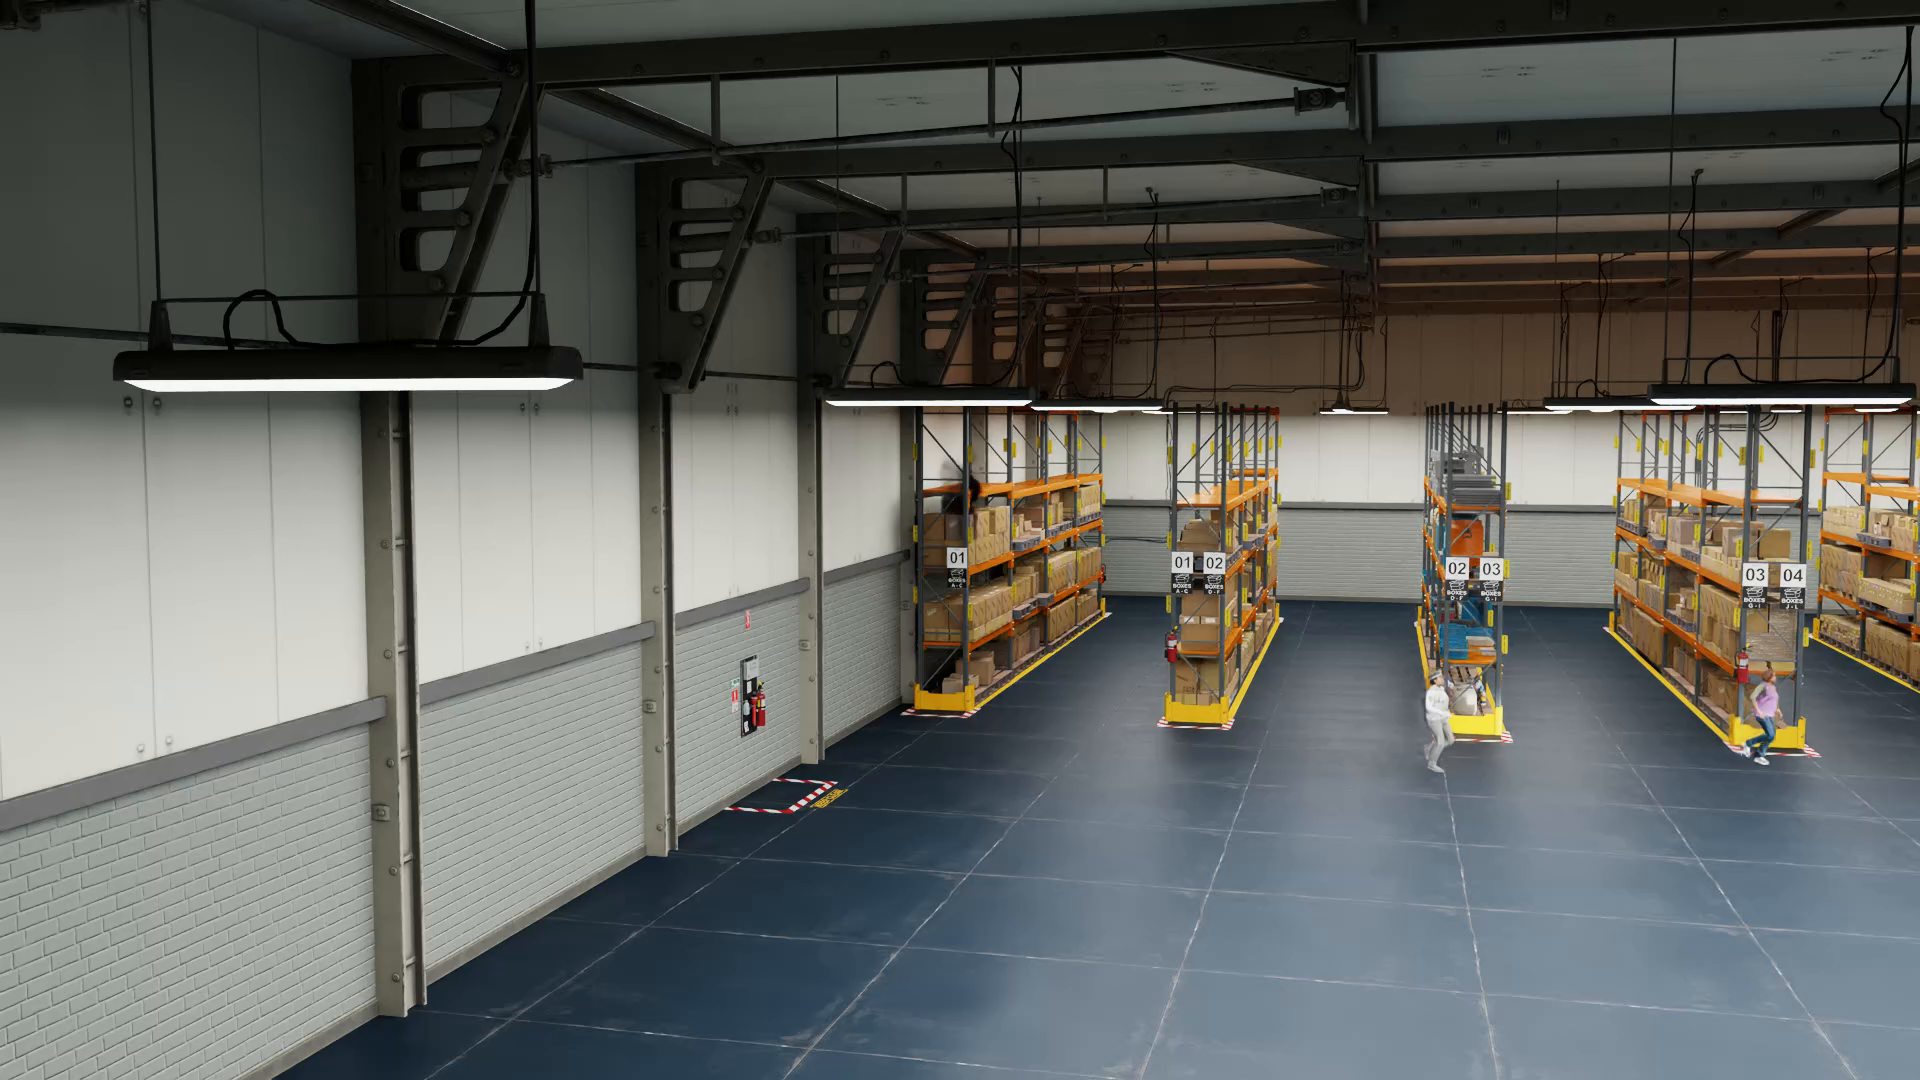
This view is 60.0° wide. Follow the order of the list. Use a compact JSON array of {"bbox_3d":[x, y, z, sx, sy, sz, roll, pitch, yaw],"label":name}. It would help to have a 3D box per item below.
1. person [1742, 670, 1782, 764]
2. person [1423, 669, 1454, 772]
[{"bbox_3d":[13.354,2.921,27.602,0.583,1.548,0.504,-3,5,-39],"label":"person"},{"bbox_3d":[7.735,2.911,26.894,0.561,1.665,0.658,4,6,42],"label":"person"}]
